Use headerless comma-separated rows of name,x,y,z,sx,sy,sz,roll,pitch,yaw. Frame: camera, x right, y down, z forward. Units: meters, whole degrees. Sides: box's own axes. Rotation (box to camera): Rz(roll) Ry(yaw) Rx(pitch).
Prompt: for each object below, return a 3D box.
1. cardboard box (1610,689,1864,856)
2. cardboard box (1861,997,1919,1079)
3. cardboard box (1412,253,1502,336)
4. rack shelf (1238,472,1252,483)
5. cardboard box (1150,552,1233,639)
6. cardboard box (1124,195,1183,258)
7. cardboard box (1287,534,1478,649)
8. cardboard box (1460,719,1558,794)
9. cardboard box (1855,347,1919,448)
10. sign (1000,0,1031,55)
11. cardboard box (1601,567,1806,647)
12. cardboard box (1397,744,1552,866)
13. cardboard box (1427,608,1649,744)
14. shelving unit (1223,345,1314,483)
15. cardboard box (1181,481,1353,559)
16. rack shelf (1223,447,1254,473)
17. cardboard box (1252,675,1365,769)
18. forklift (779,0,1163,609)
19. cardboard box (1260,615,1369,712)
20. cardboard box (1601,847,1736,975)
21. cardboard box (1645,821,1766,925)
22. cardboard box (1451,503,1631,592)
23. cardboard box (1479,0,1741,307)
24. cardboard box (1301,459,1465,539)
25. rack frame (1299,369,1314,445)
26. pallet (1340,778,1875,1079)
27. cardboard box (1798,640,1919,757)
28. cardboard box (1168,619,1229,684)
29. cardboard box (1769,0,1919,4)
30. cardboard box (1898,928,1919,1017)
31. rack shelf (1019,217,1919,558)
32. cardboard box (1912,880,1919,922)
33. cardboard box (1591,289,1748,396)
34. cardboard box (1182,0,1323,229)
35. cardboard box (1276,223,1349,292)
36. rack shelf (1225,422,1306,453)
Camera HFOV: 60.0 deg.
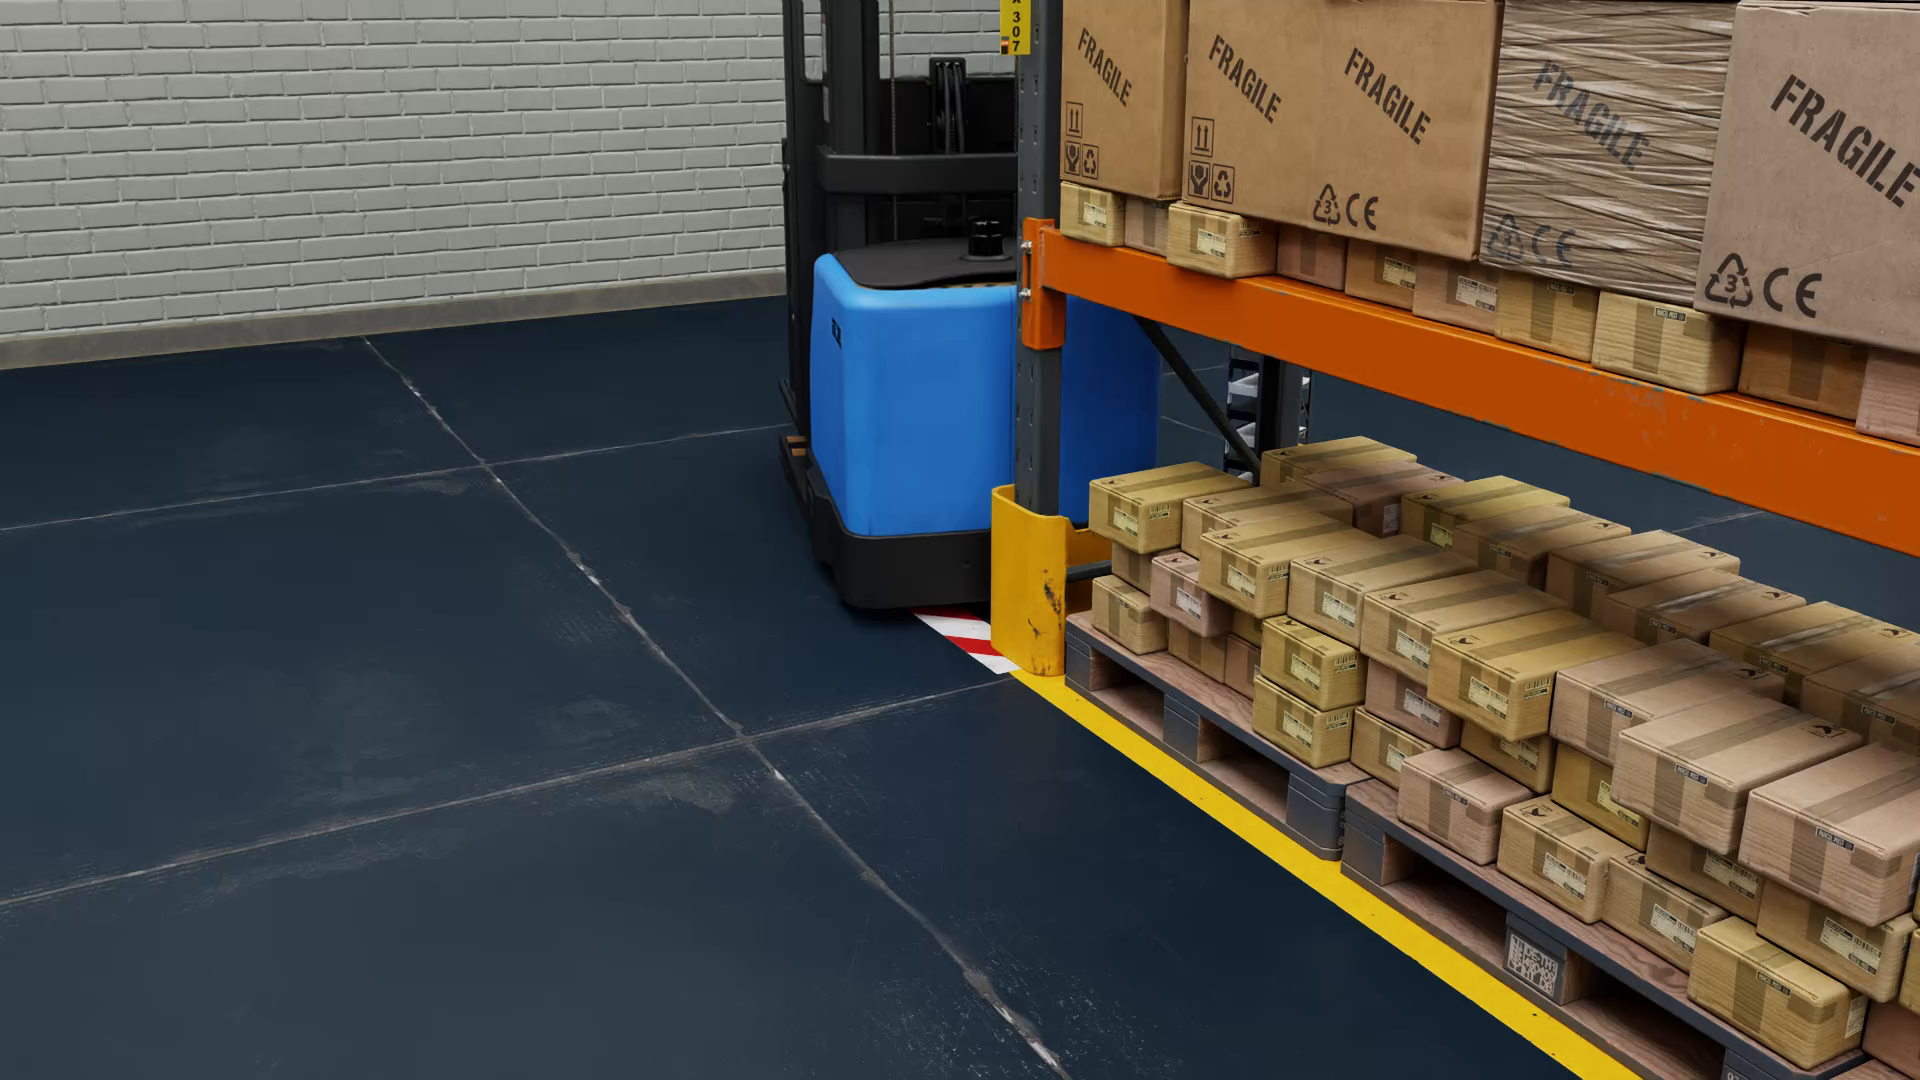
cardboard box,1.450,0.427,3.109,0.380,0.149,0.250,-11,22,-29
cardboard box,1.795,0.826,2.866,0.380,0.149,0.250,-11,22,-28
cardboard box,1.179,-0.539,3.480,0.380,0.149,0.250,-10,22,-28
rack shelf,1.086,-0.184,5.938,0.200,0.077,0.258,14,23,35
cardboard box,0.735,0.122,4.450,0.380,0.149,0.250,-10,21,-27
cardboard box,0.655,-0.835,4.337,0.380,0.149,0.250,-9,21,-25
cardboard box,1.016,0.118,4.005,0.380,0.149,0.250,-11,22,-29
cardboard box,1.331,0.402,3.638,0.380,0.149,0.250,-9,21,-24
cardboard box,1.641,-0.237,2.604,0.380,0.149,0.250,-11,22,-29
sign,0.155,-1.489,4.521,0.100,0.325,0.005,-10,21,-27
cardboard box,1.682,0.198,3.774,0.380,0.149,0.250,-11,22,-28
cardboard box,1.191,0.552,3.661,0.380,0.149,0.250,-11,22,-29
cardboard box,1.224,0.282,3.531,0.380,0.149,0.250,-10,21,-26
shelving unit,1.086,-0.385,5.869,0.210,0.900,0.258,14,23,35
cardboard box,0.819,-0.032,4.442,0.380,0.149,0.250,-10,21,-26
rack shelf,1.086,-0.269,5.909,0.200,0.077,0.258,14,23,35
cardboard box,0.945,0.408,4.076,0.380,0.149,0.250,-10,21,-26
forklift,-0.139,-1.610,6.302,1.130,2.935,3.031,-4,19,-11
cardboard box,0.956,0.269,4.024,0.380,0.149,0.250,-9,21,-25
cardboard box,1.489,0.691,3.256,0.380,0.149,0.250,-10,21,-26
cardboard box,1.540,0.564,3.168,0.380,0.149,0.250,-11,22,-29
cardboard box,1.477,0.037,4.242,0.380,0.149,0.250,-11,22,-29
cardboard box,1.348,-0.742,3.075,0.500,0.500,0.500,-11,22,-28
cardboard box,1.175,-0.102,4.644,0.380,0.149,0.250,-10,21,-26
rack frame,1.167,-0.365,5.810,0.006,0.900,0.240,14,23,35
pallet,1.598,0.765,3.592,1.003,0.211,1.213,-10,21,-27
cardboard box,1.913,0.346,3.346,0.380,0.149,0.250,-11,22,-29
cardboard box,0.796,0.248,4.542,0.380,0.149,0.250,-10,21,-27
cardboard box,1.590,-1.066,2.480,0.500,0.500,0.500,-9,21,-25
cardboard box,1.787,0.715,2.733,0.380,0.149,0.250,-10,21,-26
rack shelf,1.582,-0.250,3.359,1.077,0.370,4.000,-10,21,-27
cardboard box,1.798,0.566,2.706,0.380,0.149,0.250,-9,21,-25
cardboard box,1.384,-0.380,3.020,0.380,0.149,0.250,-10,21,-26
cardboard box,0.879,-1.030,3.910,0.500,0.500,0.500,-10,21,-27
cardboard box,0.979,-0.696,3.935,0.380,0.149,0.250,-9,21,-24
rack shelf,1.086,-0.354,5.880,0.200,0.077,0.258,14,23,35
